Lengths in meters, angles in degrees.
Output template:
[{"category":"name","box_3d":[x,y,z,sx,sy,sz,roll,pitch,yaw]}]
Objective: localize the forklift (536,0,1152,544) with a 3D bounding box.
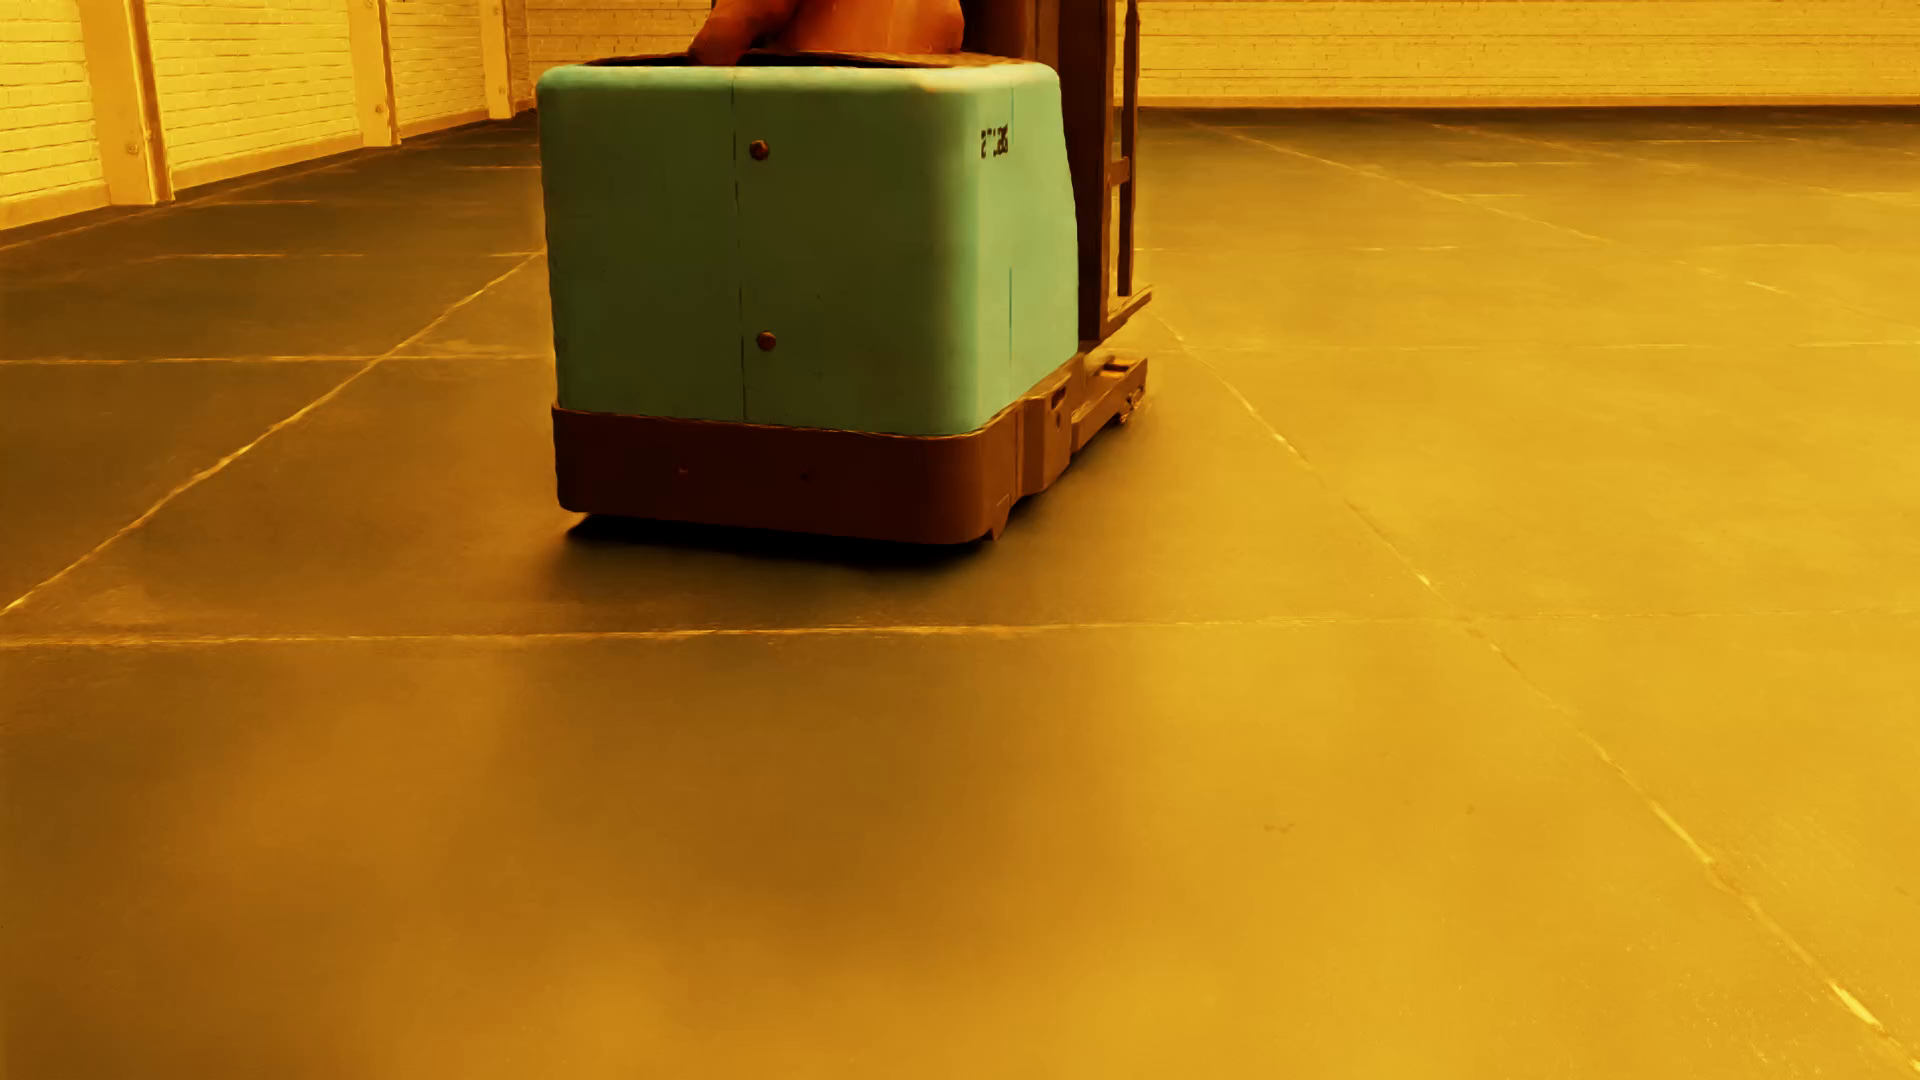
[{"category":"forklift","box_3d":[-0.038,-1.783,4.736,1.130,2.935,3.031,5,18,16]}]

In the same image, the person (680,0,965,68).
[{"category":"person","box_3d":[-0.359,-0.968,4.077,0.868,1.414,0.798,-13,21,-36]}]
